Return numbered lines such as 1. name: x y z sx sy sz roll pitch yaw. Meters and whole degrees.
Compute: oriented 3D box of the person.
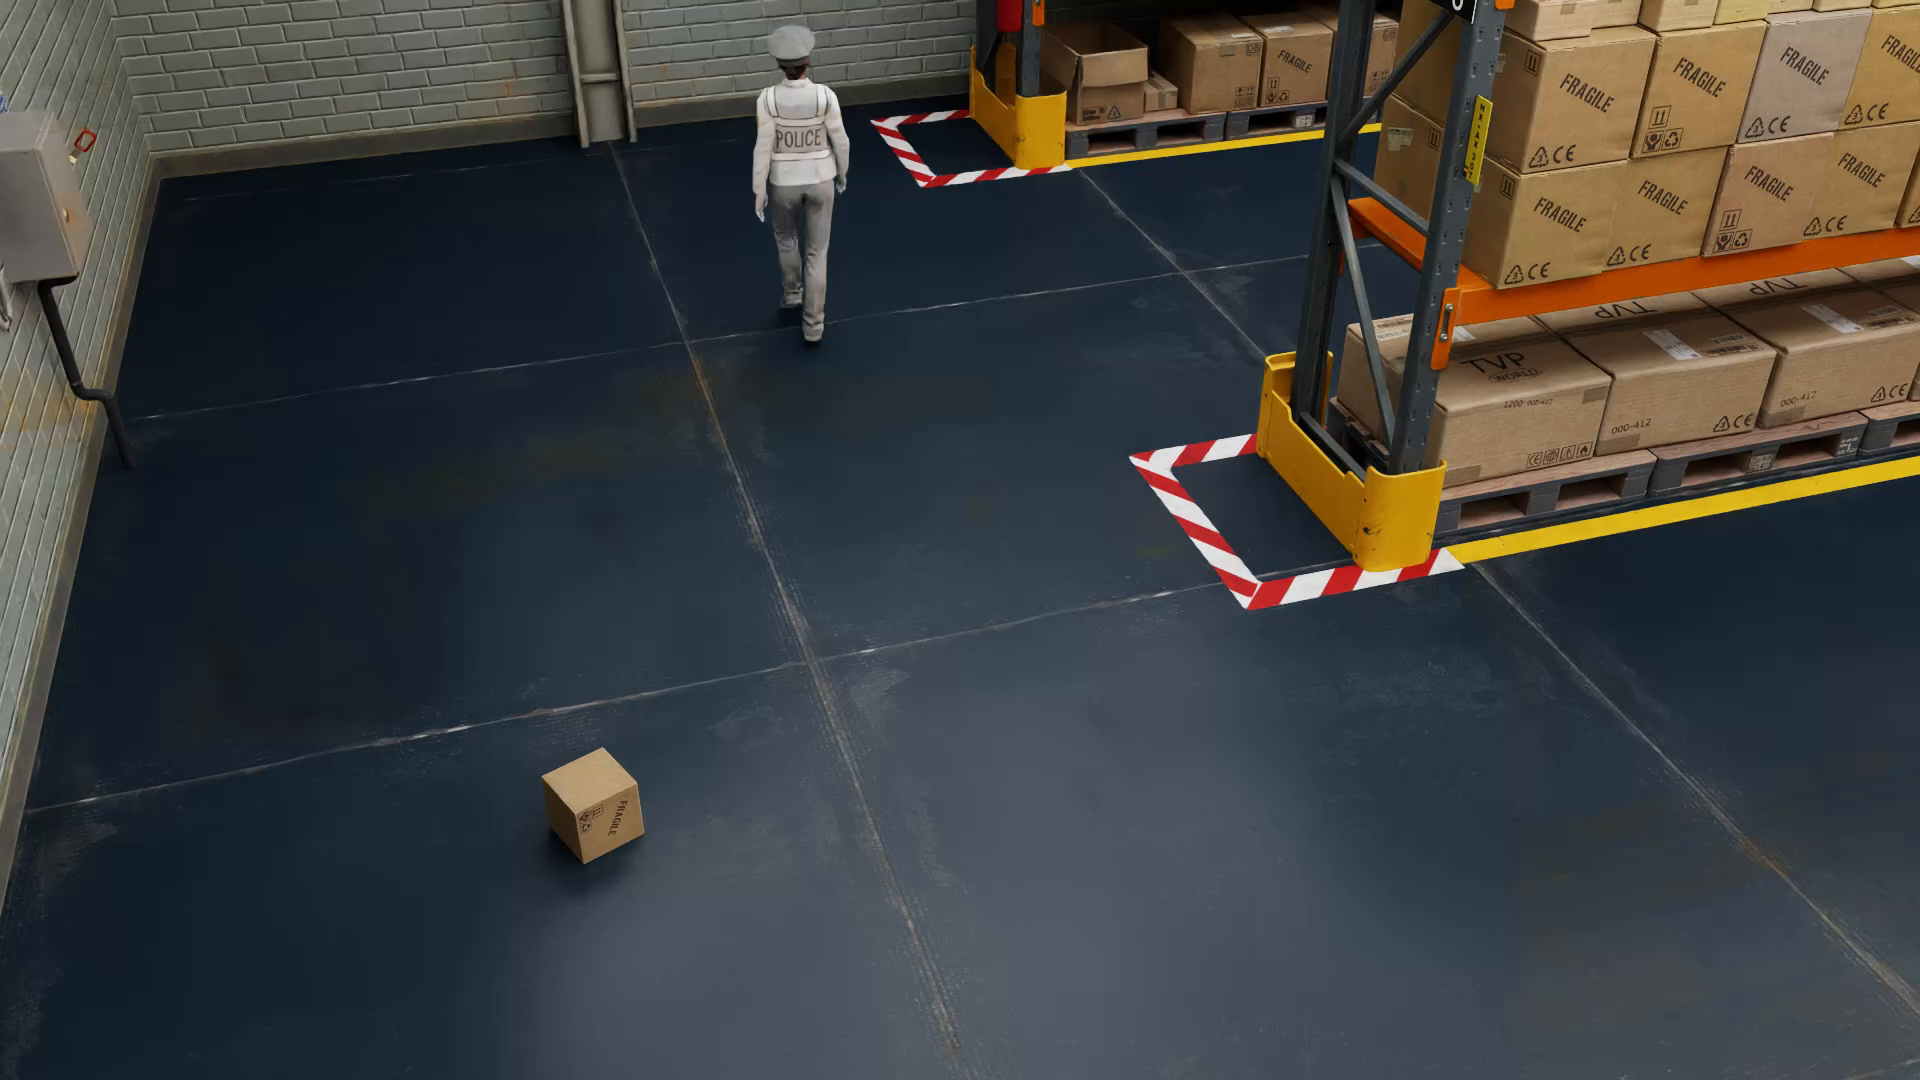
1. person: -0.847 -1.912 8.965 0.525 1.743 0.666 -2 34 -3
